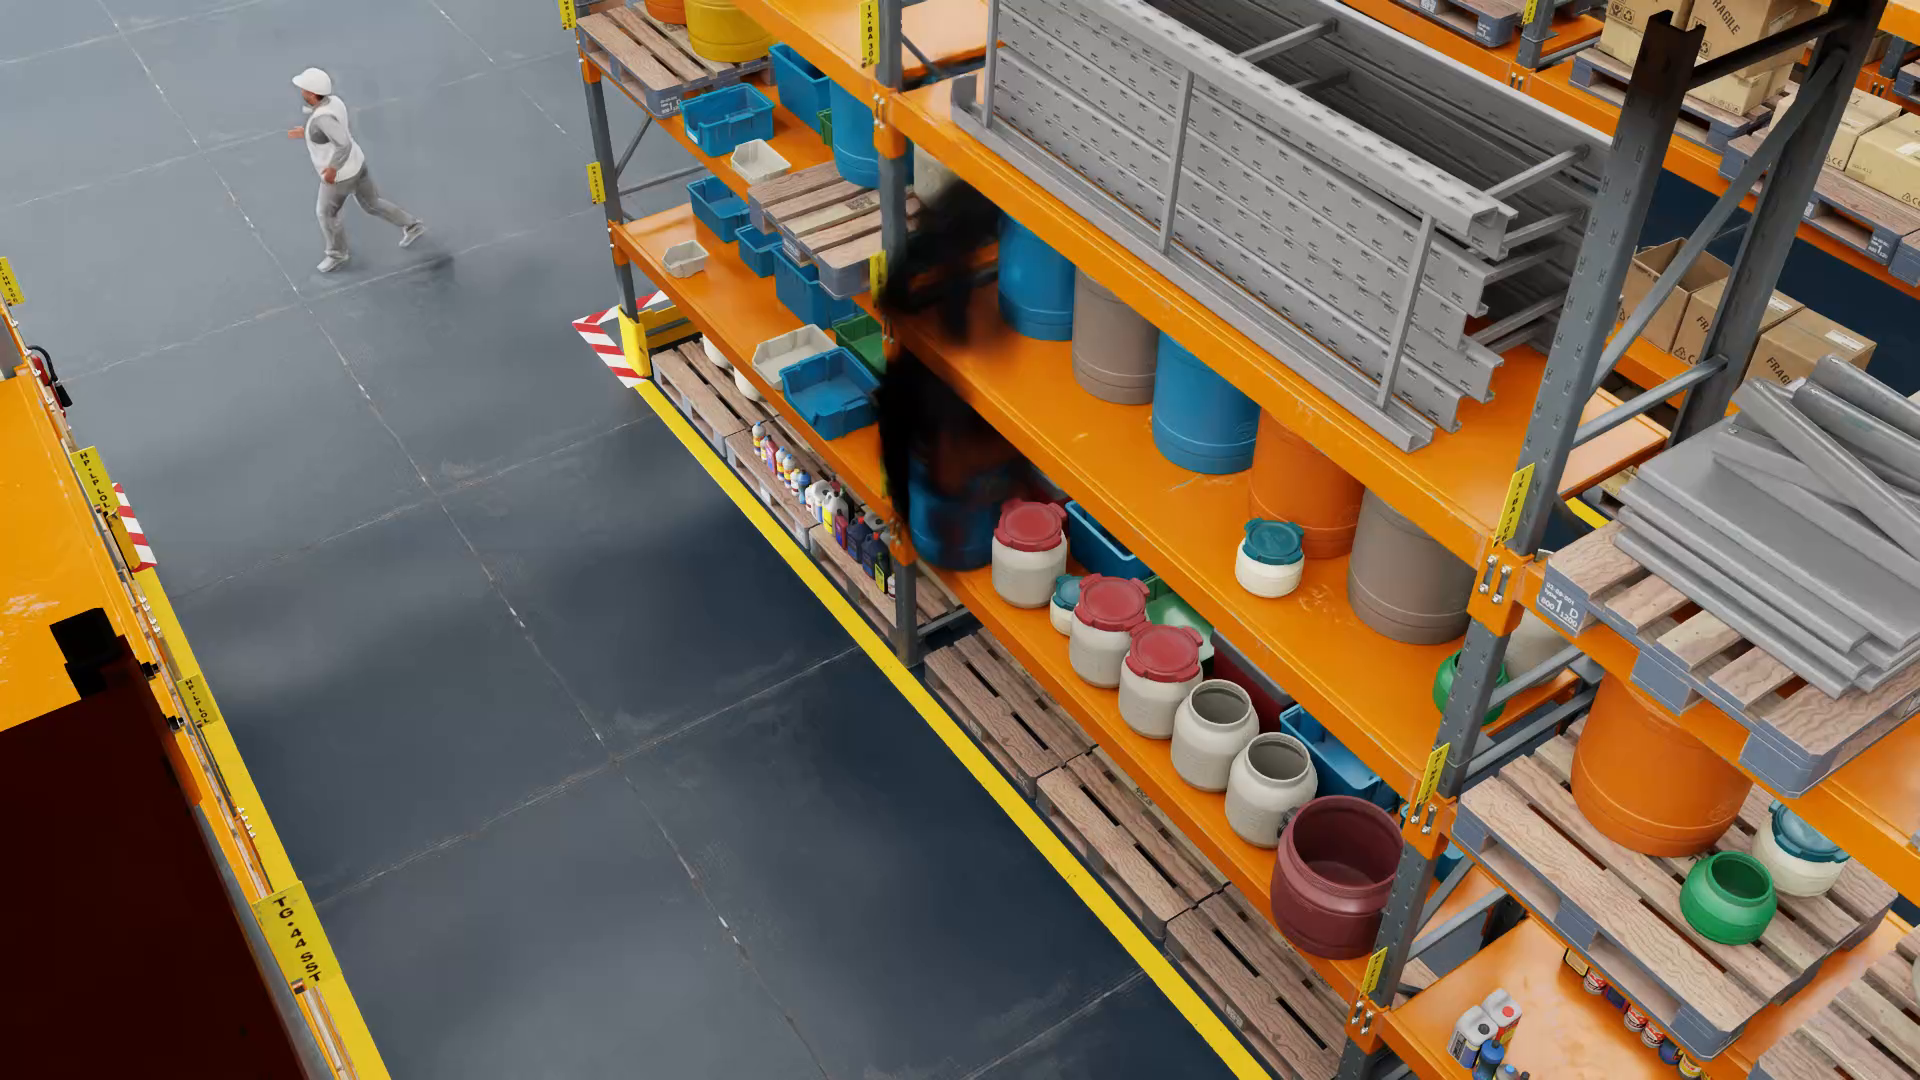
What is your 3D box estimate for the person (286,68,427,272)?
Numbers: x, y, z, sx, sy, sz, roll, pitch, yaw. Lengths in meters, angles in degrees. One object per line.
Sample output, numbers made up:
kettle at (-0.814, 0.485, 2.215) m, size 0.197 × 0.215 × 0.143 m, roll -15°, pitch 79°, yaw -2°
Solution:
person at (-5.057, -3.045, 13.762) m, size 0.939 × 1.812 × 0.664 m, roll -1°, pitch 43°, yaw -1°
